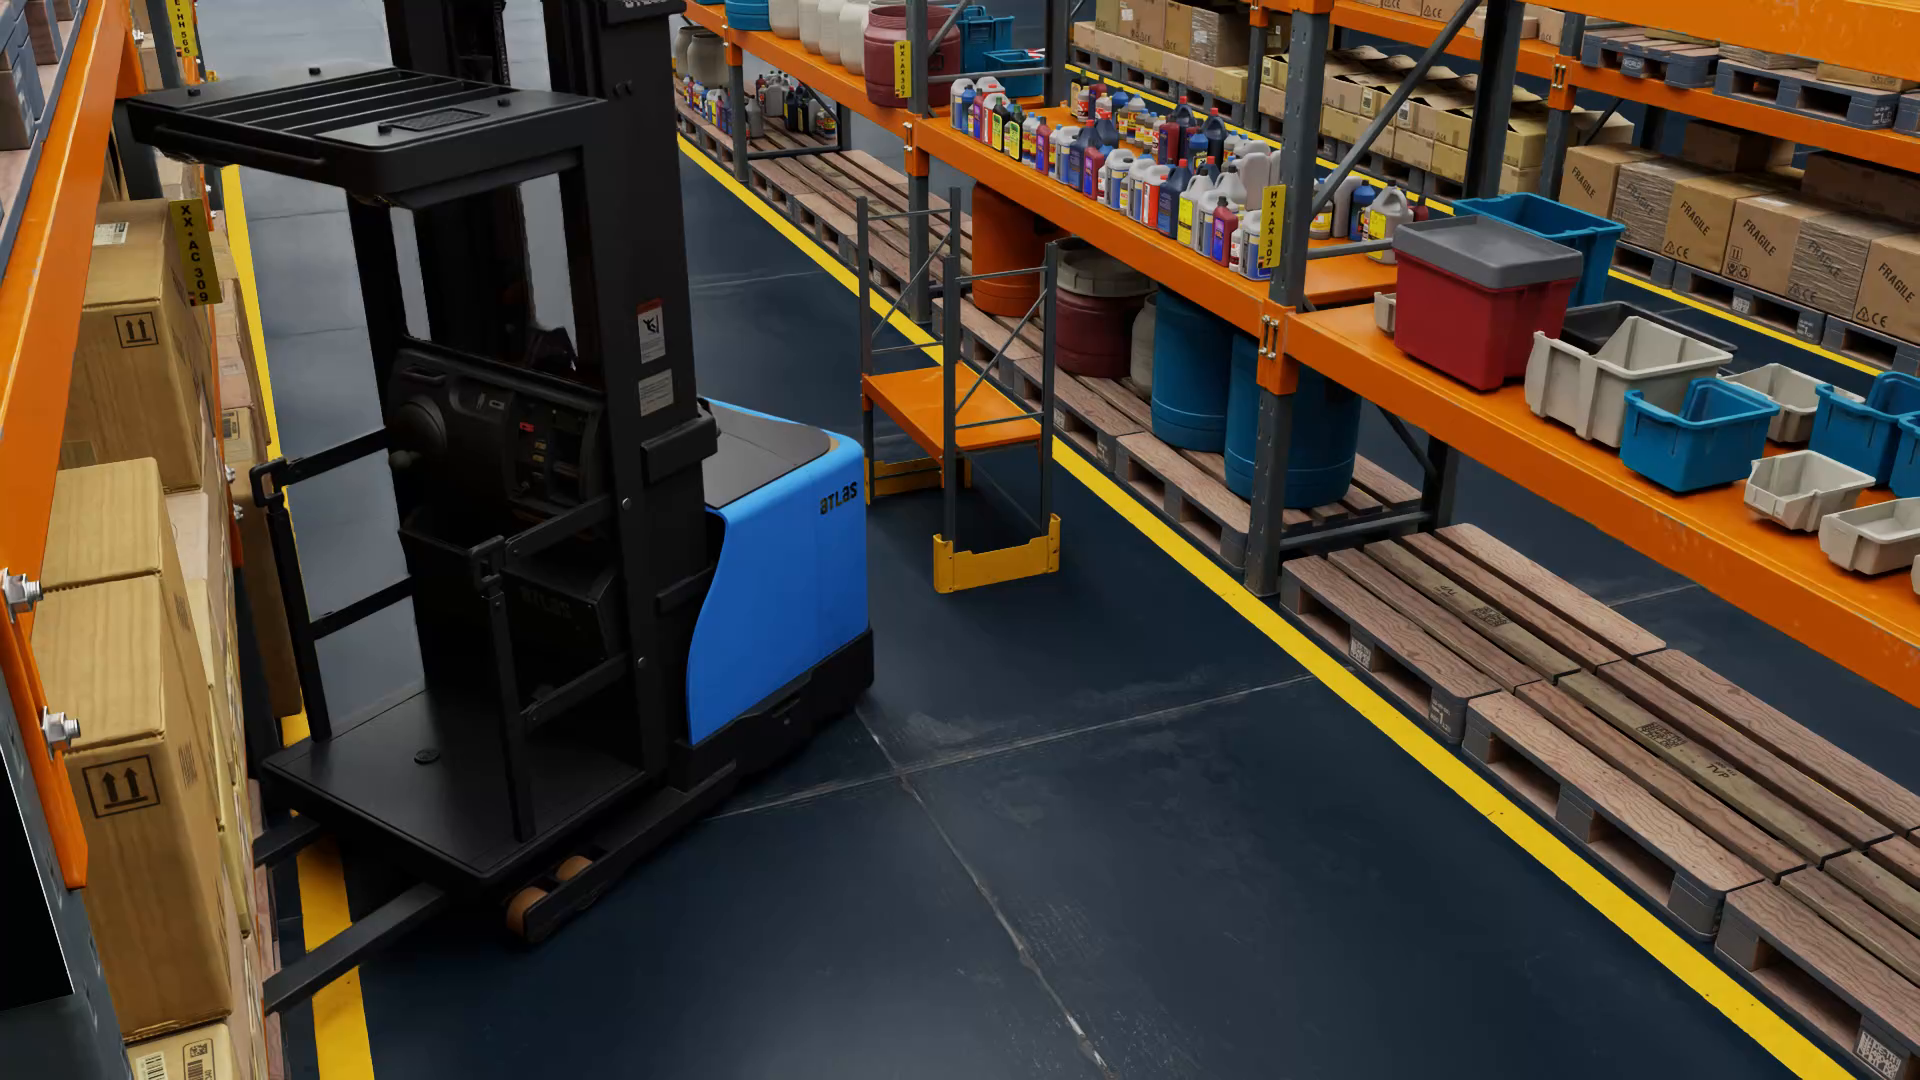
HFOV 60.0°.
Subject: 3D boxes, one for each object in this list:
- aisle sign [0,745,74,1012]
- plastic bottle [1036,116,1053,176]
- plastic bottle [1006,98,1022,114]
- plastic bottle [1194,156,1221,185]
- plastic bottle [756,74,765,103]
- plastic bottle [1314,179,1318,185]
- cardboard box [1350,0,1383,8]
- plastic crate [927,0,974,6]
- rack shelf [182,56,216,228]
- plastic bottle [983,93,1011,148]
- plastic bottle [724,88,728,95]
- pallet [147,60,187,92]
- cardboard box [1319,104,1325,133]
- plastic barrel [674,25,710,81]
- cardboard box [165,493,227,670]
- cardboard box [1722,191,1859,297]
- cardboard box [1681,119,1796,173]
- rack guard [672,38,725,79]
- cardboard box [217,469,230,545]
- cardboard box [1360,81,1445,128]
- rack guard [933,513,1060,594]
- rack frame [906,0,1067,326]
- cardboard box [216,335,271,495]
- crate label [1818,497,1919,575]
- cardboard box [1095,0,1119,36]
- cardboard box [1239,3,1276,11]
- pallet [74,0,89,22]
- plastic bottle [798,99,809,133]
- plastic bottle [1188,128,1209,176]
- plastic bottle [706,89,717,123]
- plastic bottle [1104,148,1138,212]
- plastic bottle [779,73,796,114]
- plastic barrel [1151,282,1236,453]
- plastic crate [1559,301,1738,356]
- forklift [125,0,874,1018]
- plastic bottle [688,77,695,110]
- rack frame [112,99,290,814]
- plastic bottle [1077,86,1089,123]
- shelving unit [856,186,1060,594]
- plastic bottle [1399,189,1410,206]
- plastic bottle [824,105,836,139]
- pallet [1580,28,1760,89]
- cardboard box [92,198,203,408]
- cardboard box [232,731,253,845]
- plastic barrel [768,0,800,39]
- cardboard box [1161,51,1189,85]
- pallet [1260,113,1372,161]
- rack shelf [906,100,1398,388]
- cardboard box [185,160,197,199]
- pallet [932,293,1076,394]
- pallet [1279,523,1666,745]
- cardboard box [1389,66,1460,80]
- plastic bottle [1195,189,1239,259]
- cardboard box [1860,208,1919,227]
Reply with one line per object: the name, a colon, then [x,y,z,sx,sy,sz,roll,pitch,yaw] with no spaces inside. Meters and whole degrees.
aisle sign: [-0.956,0.076,1.212,0.394,0.787,0.004,-11,28,-21]
plastic bottle: [0.447,-2.057,8.677,0.061,0.283,0.133,-11,28,-21]
plastic bottle: [0.294,-2.298,9.184,0.097,0.271,0.097,0,26,0]
plastic bottle: [1.130,-1.591,7.646,0.144,0.351,0.185,-11,28,-21]
plastic bottle: [-1.870,-4.229,15.588,0.061,0.283,0.133,-11,28,-21]
plastic bottle: [1.660,-1.640,7.916,0.097,0.201,0.097,0,26,0]
cardboard box: [3.649,-4.798,14.043,0.500,0.500,0.500,-9,27,-17]
plastic crate: [-0.187,-3.547,11.524,0.402,0.464,0.583,-11,28,-21]
rack shelf: [-5.176,-2.447,10.163,1.077,0.370,4.000,-11,28,-21]
plastic bottle: [0.218,-2.341,9.267,0.152,0.276,0.135,-11,28,-21]
plastic bottle: [-2.083,-3.909,14.932,0.061,0.283,0.133,-11,28,-21]
pallet: [-5.206,-2.669,10.016,1.003,0.211,1.213,-11,28,-21]
cardboard box: [3.286,-3.819,14.809,0.500,0.250,0.500,-10,28,-19]
plastic barrel: [-2.640,-4.862,16.645,0.421,0.512,0.421,0,26,0]
cardboard box: [-2.007,0.133,3.890,0.500,0.250,0.500,-10,28,-20]
cardboard box: [5.250,-1.881,10.532,0.500,0.500,0.500,-12,28,-22]
cardboard box: [5.332,-2.716,11.386,0.500,0.250,0.500,-9,28,-19]
rack guard: [-2.895,-4.898,17.211,1.175,0.500,0.348,-11,28,-21]
cardboard box: [-2.304,-0.064,4.749,0.380,0.149,0.250,-10,28,-20]
cardboard box: [3.693,-3.653,13.830,0.500,0.311,0.500,-10,28,-19]
rack guard: [0.165,0.058,7.346,0.587,0.250,0.087,-11,28,-21]
rack frame: [0.164,-2.814,10.094,1.000,3.000,0.127,-11,28,-21]
cardboard box: [-3.446,-0.197,6.679,1.225,0.875,0.875,-12,28,-22]
crate label: [2.580,-0.018,4.601,0.396,0.136,0.243,-11,28,-21]
cardboard box: [1.794,-5.727,17.861,0.500,0.500,0.500,-11,28,-21]
cardboard box: [3.061,-5.010,16.393,0.500,0.500,0.500,-11,28,-21]
pallet: [-2.516,-1.324,3.725,1.003,0.211,1.213,-11,28,-21]
plastic bottle: [-1.373,-3.717,14.539,0.061,0.283,0.133,-11,28,-21]
plastic bottle: [1.218,-1.966,8.505,0.097,0.271,0.097,0,26,0]
plastic bottle: [-2.181,-3.887,14.895,0.152,0.276,0.135,-10,28,-20]
plastic bottle: [0.795,-1.746,8.048,0.152,0.276,0.135,-11,28,-21]
plastic bottle: [-1.577,-4.081,15.207,0.144,0.351,0.185,-11,28,-21]
plastic barrel: [1.256,-0.953,8.196,0.600,0.901,0.708,-11,28,-21]
plastic crate: [2.416,-0.697,6.003,0.437,0.125,0.590,-11,28,-21]
forklift: [-1.581,-0.304,5.032,1.130,2.935,3.031,17,31,31]
plastic bottle: [-2.473,-4.140,15.406,0.061,0.283,0.133,-10,28,-20]
rack frame: [-2.826,-0.348,5.044,1.000,3.000,0.127,-11,28,-21]
plastic bottle: [0.744,-2.585,9.852,0.097,0.201,0.097,0,26,0]
shelving unit: [-0.030,-0.705,7.484,0.587,1.500,1.083,-11,28,-21]
plastic bottle: [1.928,-1.422,7.376,0.061,0.283,0.133,-11,28,-21]
plastic bottle: [-1.123,-3.604,14.321,0.097,0.271,0.097,0,26,0]
pallet: [5.054,-3.316,11.341,1.213,0.211,1.003,-11,28,-21]
cardboard box: [-2.400,-0.612,4.561,0.500,0.500,0.500,-10,28,-19]
cardboard box: [-1.699,0.559,3.473,0.380,0.149,0.250,-11,28,-22]
plastic barrel: [-1.229,-4.066,12.504,0.433,0.535,0.433,0,26,0]
cardboard box: [2.378,-4.784,16.784,0.500,0.250,0.500,-11,28,-21]
pallet: [3.482,-3.734,15.158,1.003,0.211,1.213,-11,28,-21]
rack shelf: [0.948,-1.683,8.598,1.077,0.370,4.000,-11,28,-21]
cardboard box: [-3.782,-1.649,7.594,0.500,0.500,0.500,-11,28,-21]
pallet: [0.512,-1.250,10.069,1.003,0.211,1.213,-11,28,-21]
pallet: [2.055,0.344,6.804,1.003,0.211,1.213,-11,28,-21]
cardboard box: [3.982,-3.958,14.454,0.500,0.311,0.500,-11,28,-21]
plastic bottle: [1.136,-1.394,7.328,0.152,0.276,0.135,-11,28,-21]
cardboard box: [5.917,-1.777,10.318,0.500,0.500,0.500,-10,28,-20]
